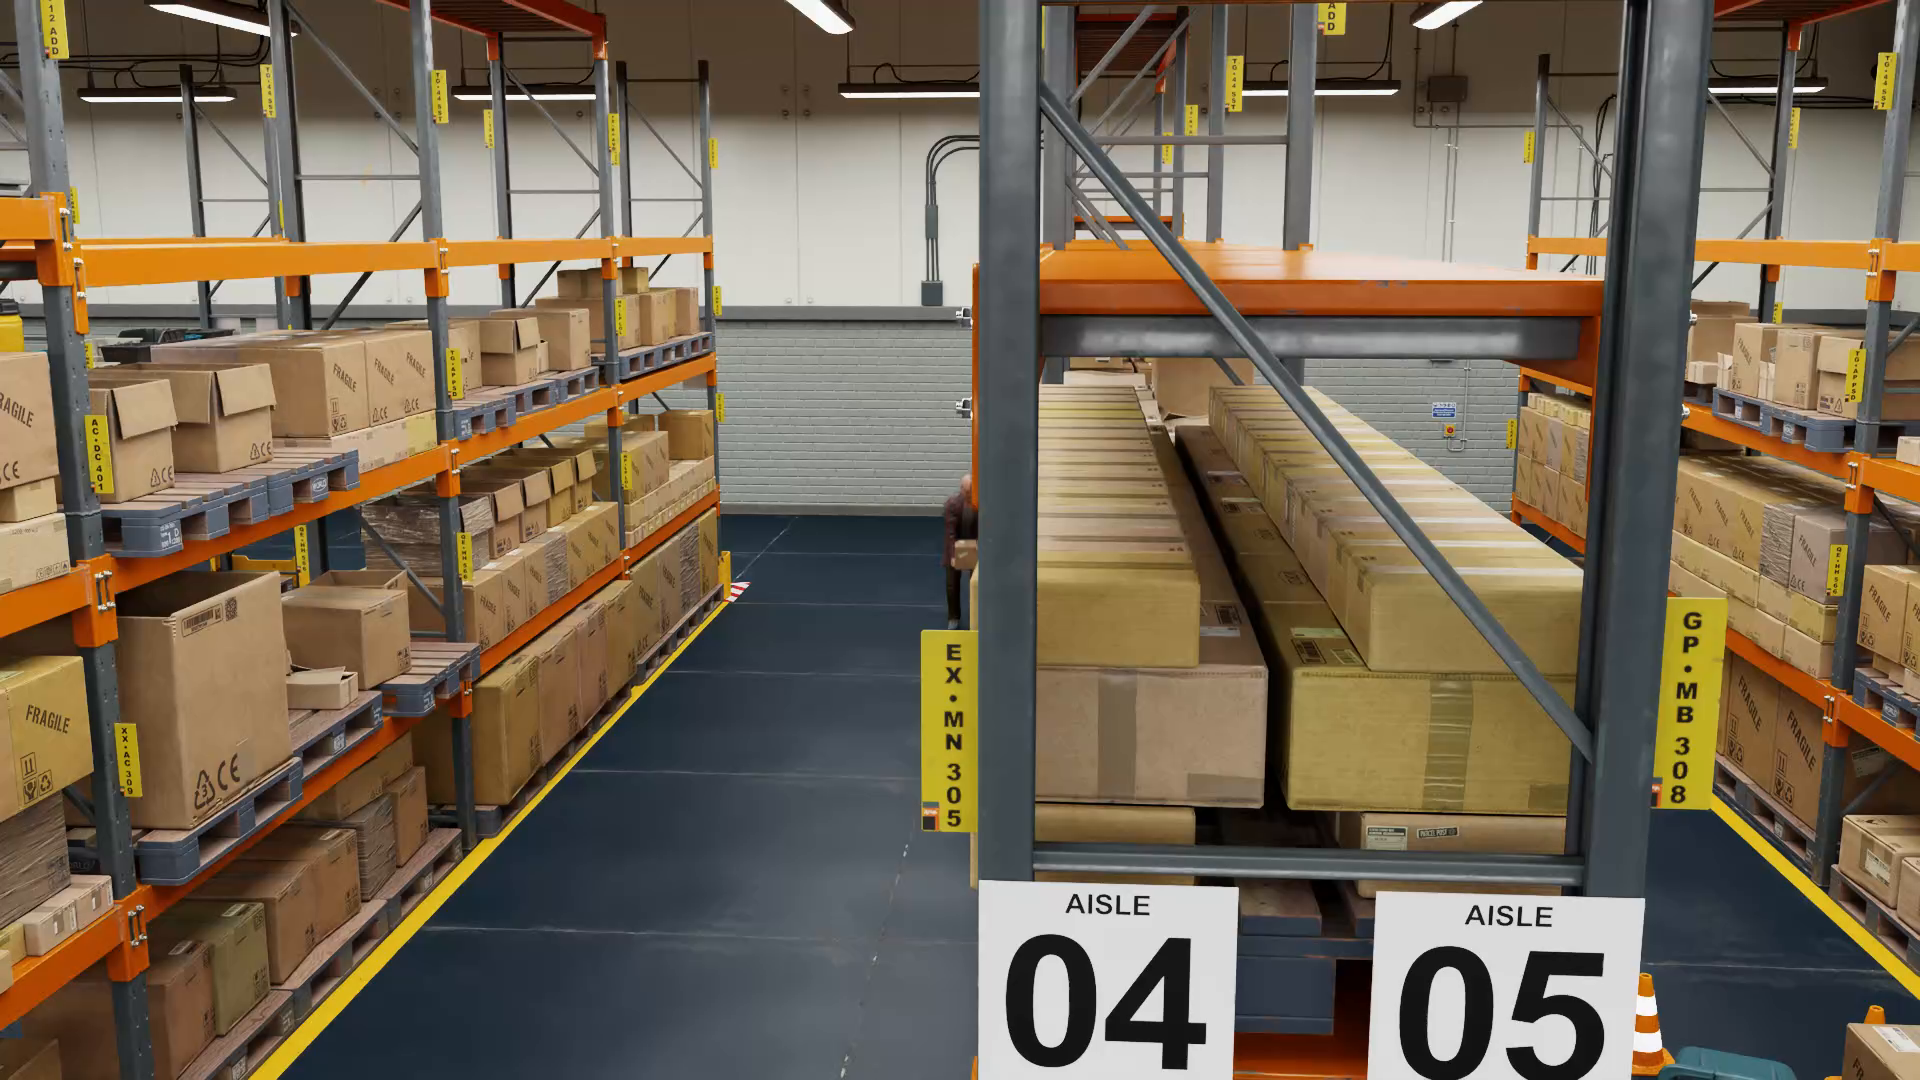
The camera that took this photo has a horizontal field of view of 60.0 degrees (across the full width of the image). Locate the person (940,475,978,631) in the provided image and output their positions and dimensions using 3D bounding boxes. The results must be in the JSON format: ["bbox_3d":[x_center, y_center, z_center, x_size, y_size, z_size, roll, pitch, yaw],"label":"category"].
[{"bbox_3d":[0.061,0.130,17.525,0.536,1.689,0.638,0,11,-2],"label":"person"}]
